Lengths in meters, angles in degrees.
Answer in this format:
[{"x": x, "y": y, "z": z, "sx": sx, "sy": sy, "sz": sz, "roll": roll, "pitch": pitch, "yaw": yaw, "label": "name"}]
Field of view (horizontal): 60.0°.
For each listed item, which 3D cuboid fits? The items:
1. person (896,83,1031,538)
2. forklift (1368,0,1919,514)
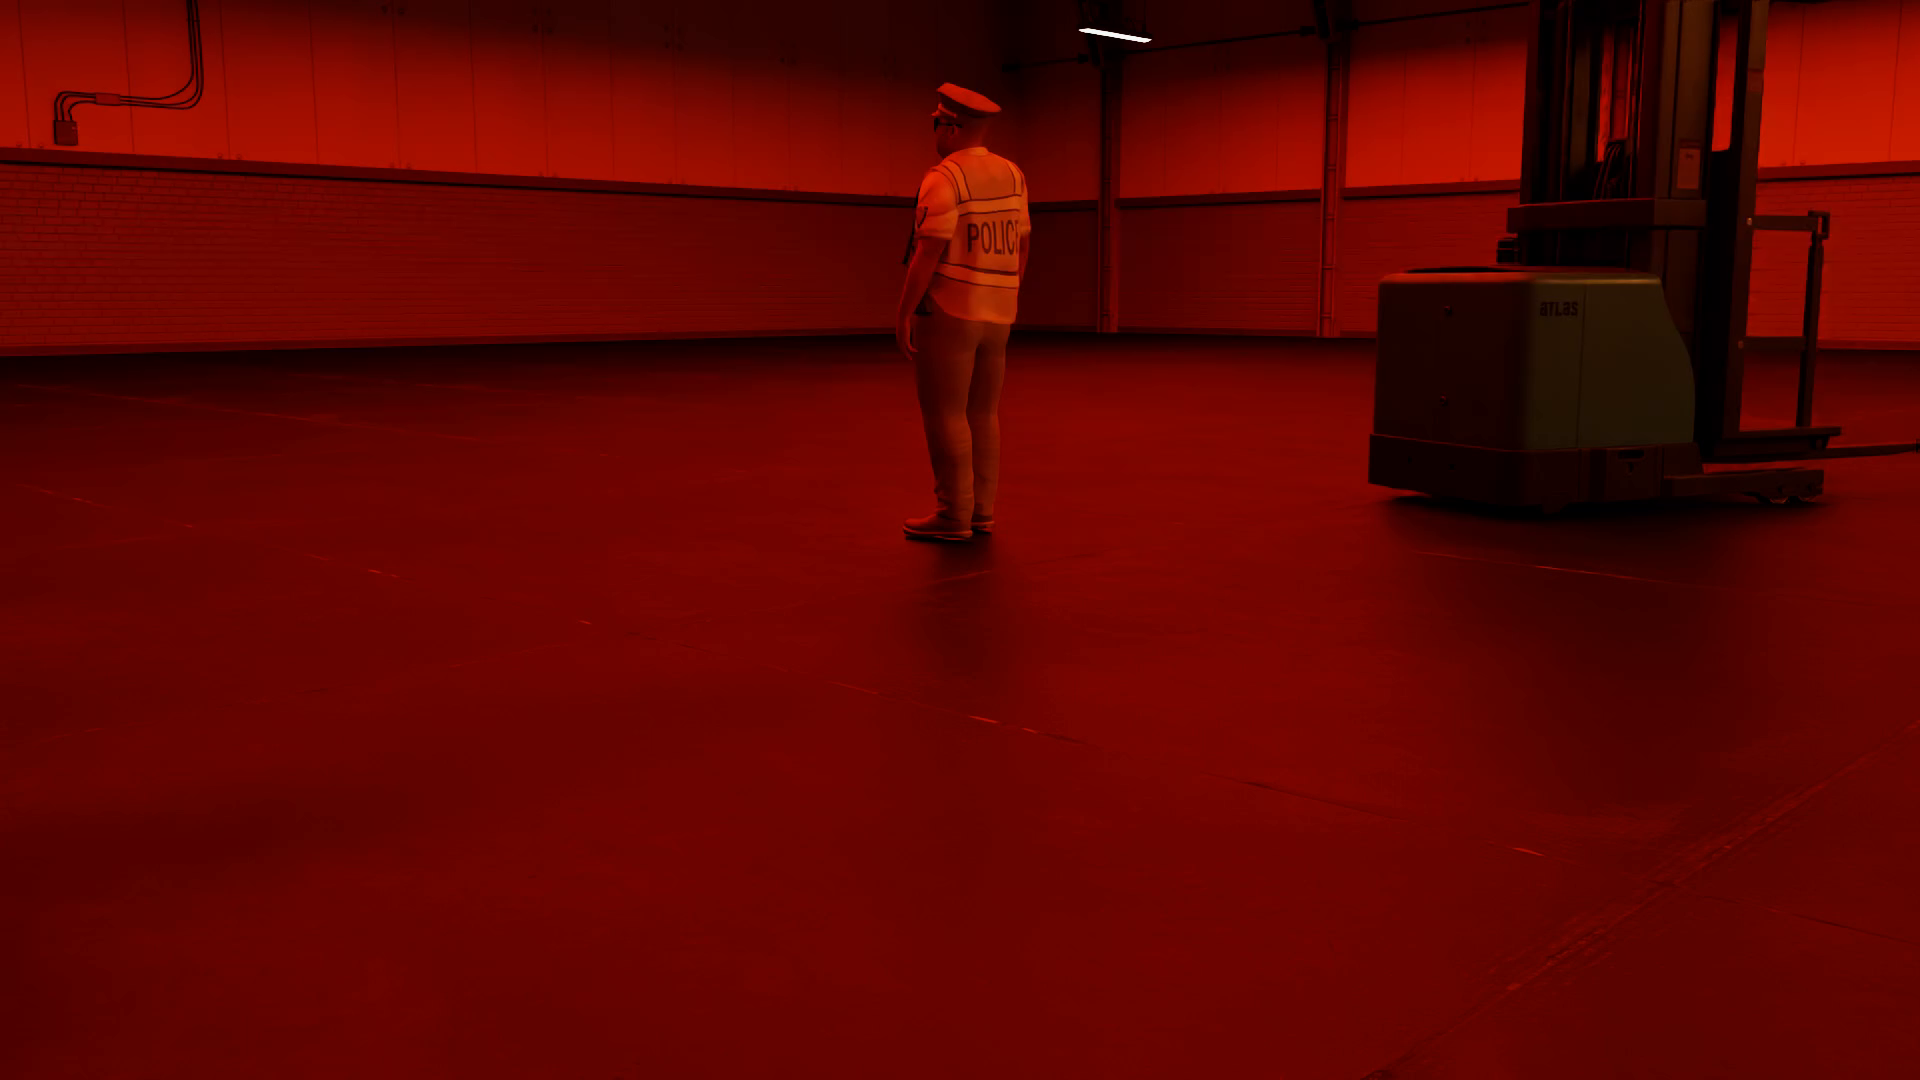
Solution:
[{"x": -0.048, "y": -0.897, "z": 6.646, "sx": 0.574, "sy": 1.778, "sz": 0.641, "roll": 8, "pitch": 12, "yaw": 43, "label": "person"}, {"x": 3.546, "y": -1.681, "z": 8.040, "sx": 3.031, "sy": 2.935, "sz": 1.130, "roll": -4, "pitch": 9, "yaw": -23, "label": "forklift"}]
